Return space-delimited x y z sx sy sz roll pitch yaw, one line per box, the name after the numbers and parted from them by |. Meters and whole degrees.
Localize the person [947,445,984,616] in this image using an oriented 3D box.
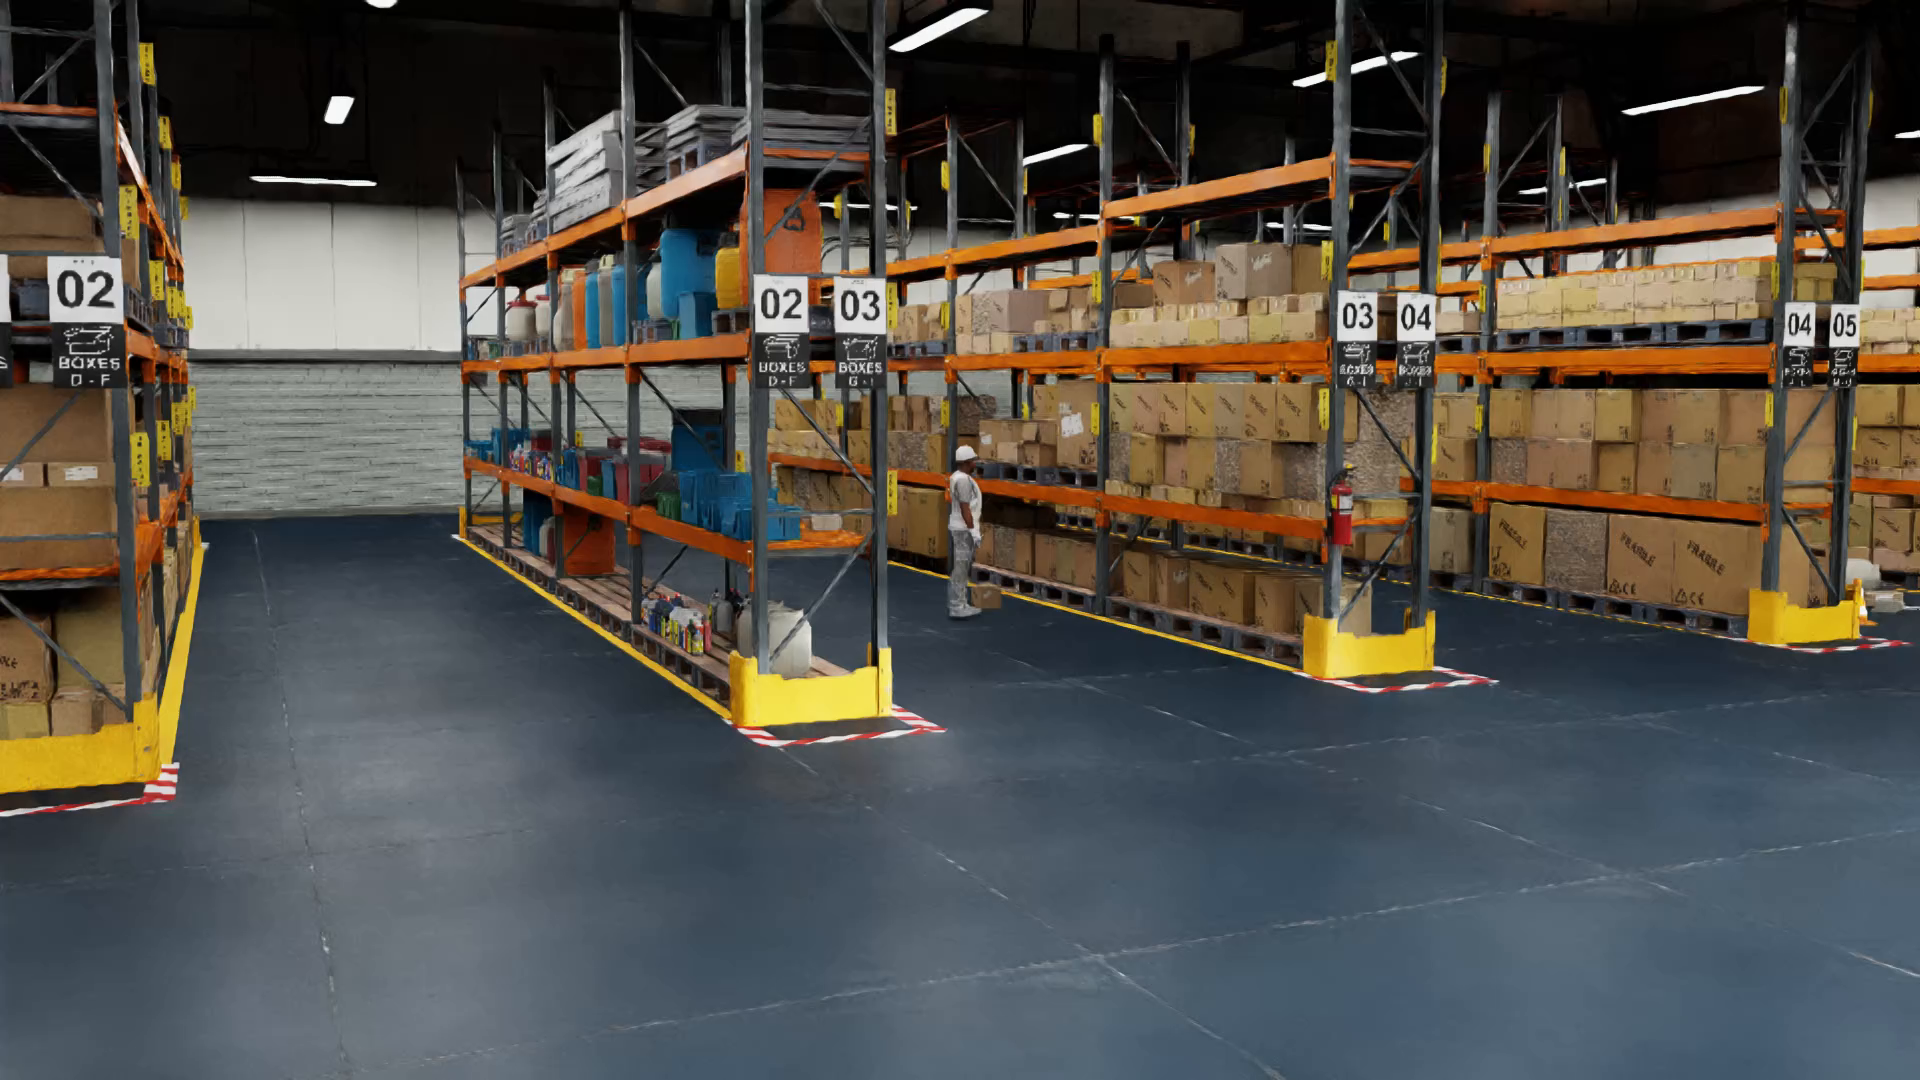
0.049 -0.099 17.421 0.378 1.785 0.594 0 5 -3 | person
